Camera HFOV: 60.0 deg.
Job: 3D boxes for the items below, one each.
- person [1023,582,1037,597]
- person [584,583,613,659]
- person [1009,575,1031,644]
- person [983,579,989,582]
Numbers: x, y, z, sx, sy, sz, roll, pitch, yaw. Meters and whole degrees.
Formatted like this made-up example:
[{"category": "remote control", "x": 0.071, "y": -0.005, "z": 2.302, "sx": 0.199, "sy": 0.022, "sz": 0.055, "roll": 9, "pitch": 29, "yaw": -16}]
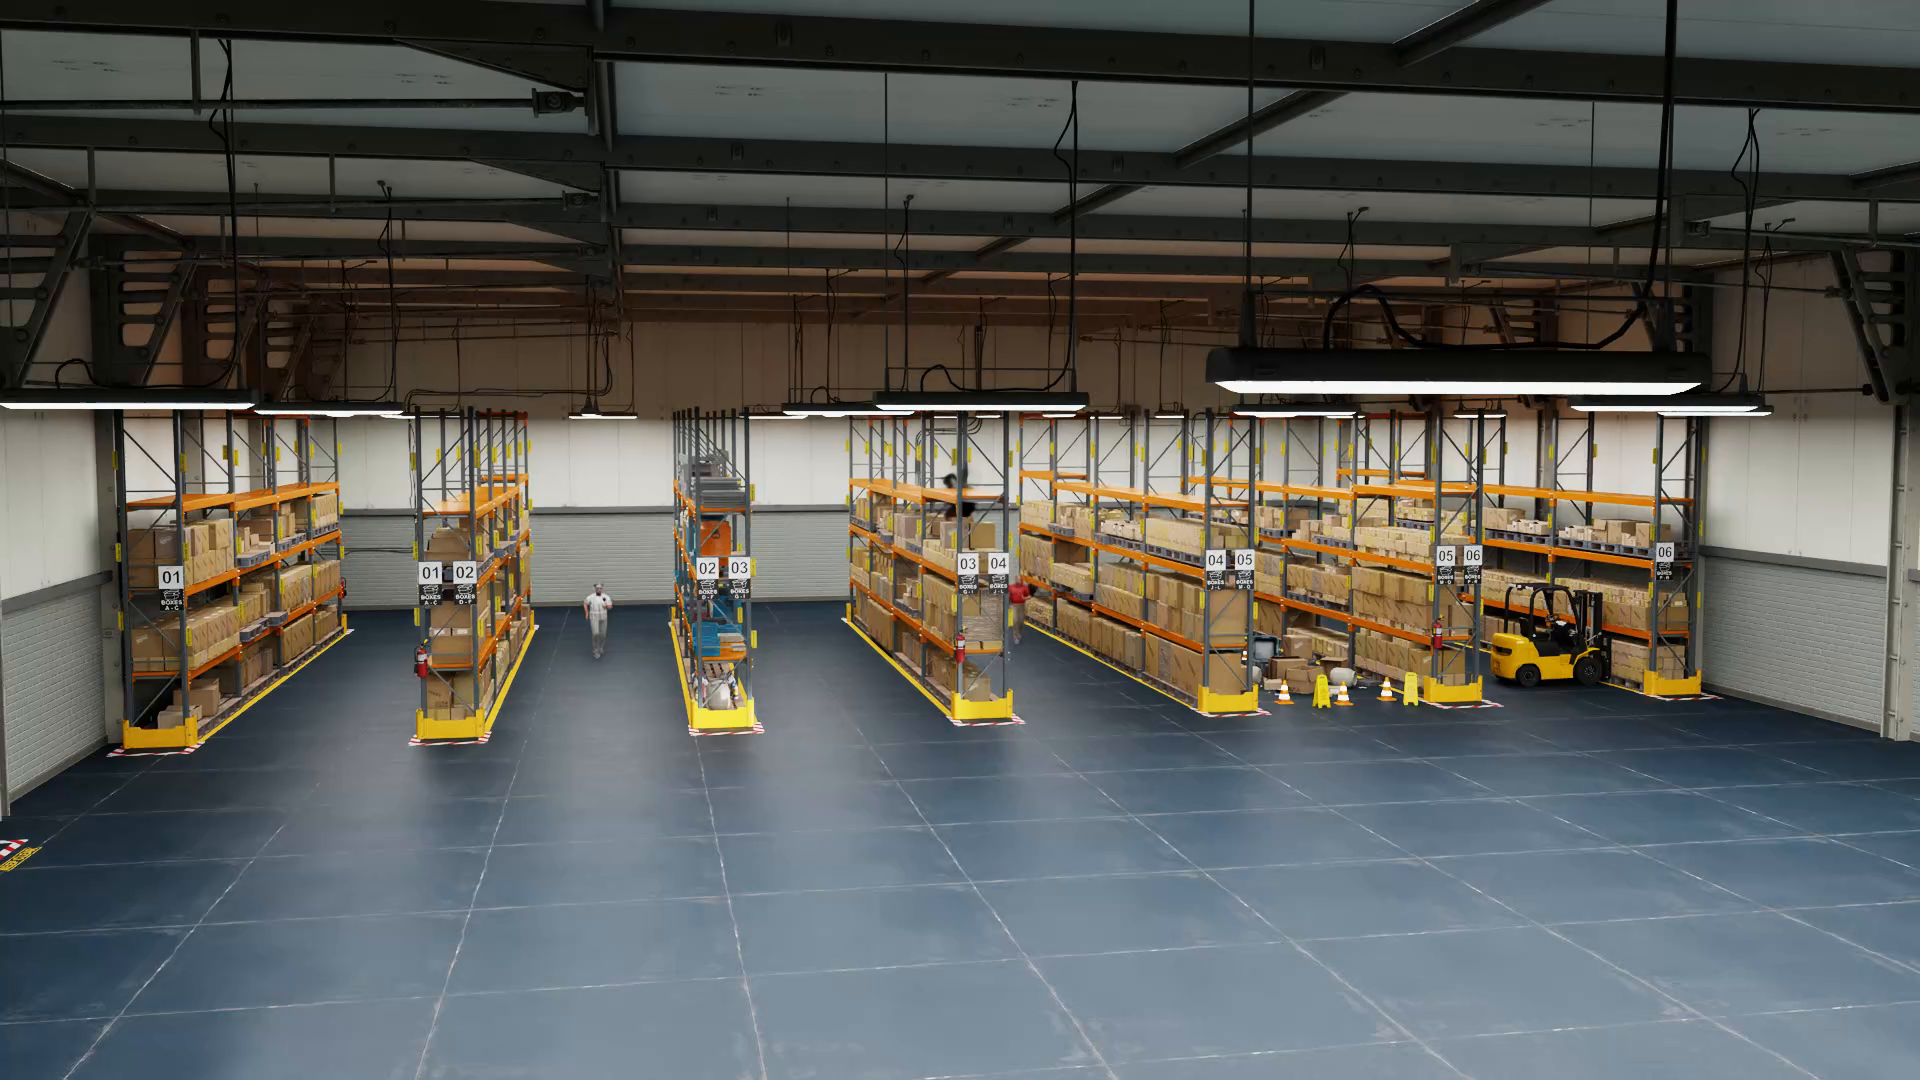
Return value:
[{"category": "person", "x": 2.105, "y": 1.321, "z": 50.045, "sx": 0.626, "sy": 1.750, "sz": 0.767, "roll": 2, "pitch": 5, "yaw": 28}, {"category": "person", "x": -8.804, "y": 1.950, "z": 40.560, "sx": 0.640, "sy": 1.839, "sz": 0.800, "roll": -2, "pitch": 4, "yaw": -24}, {"category": "person", "x": 1.505, "y": 1.773, "z": 43.070, "sx": 0.666, "sy": 1.723, "sz": 0.967, "roll": -1, "pitch": 4, "yaw": -8}, {"category": "person", "x": 0.832, "y": 1.642, "z": 46.571, "sx": 0.676, "sy": 1.558, "sz": 0.835, "roll": 0, "pitch": 4, "yaw": -2}]
